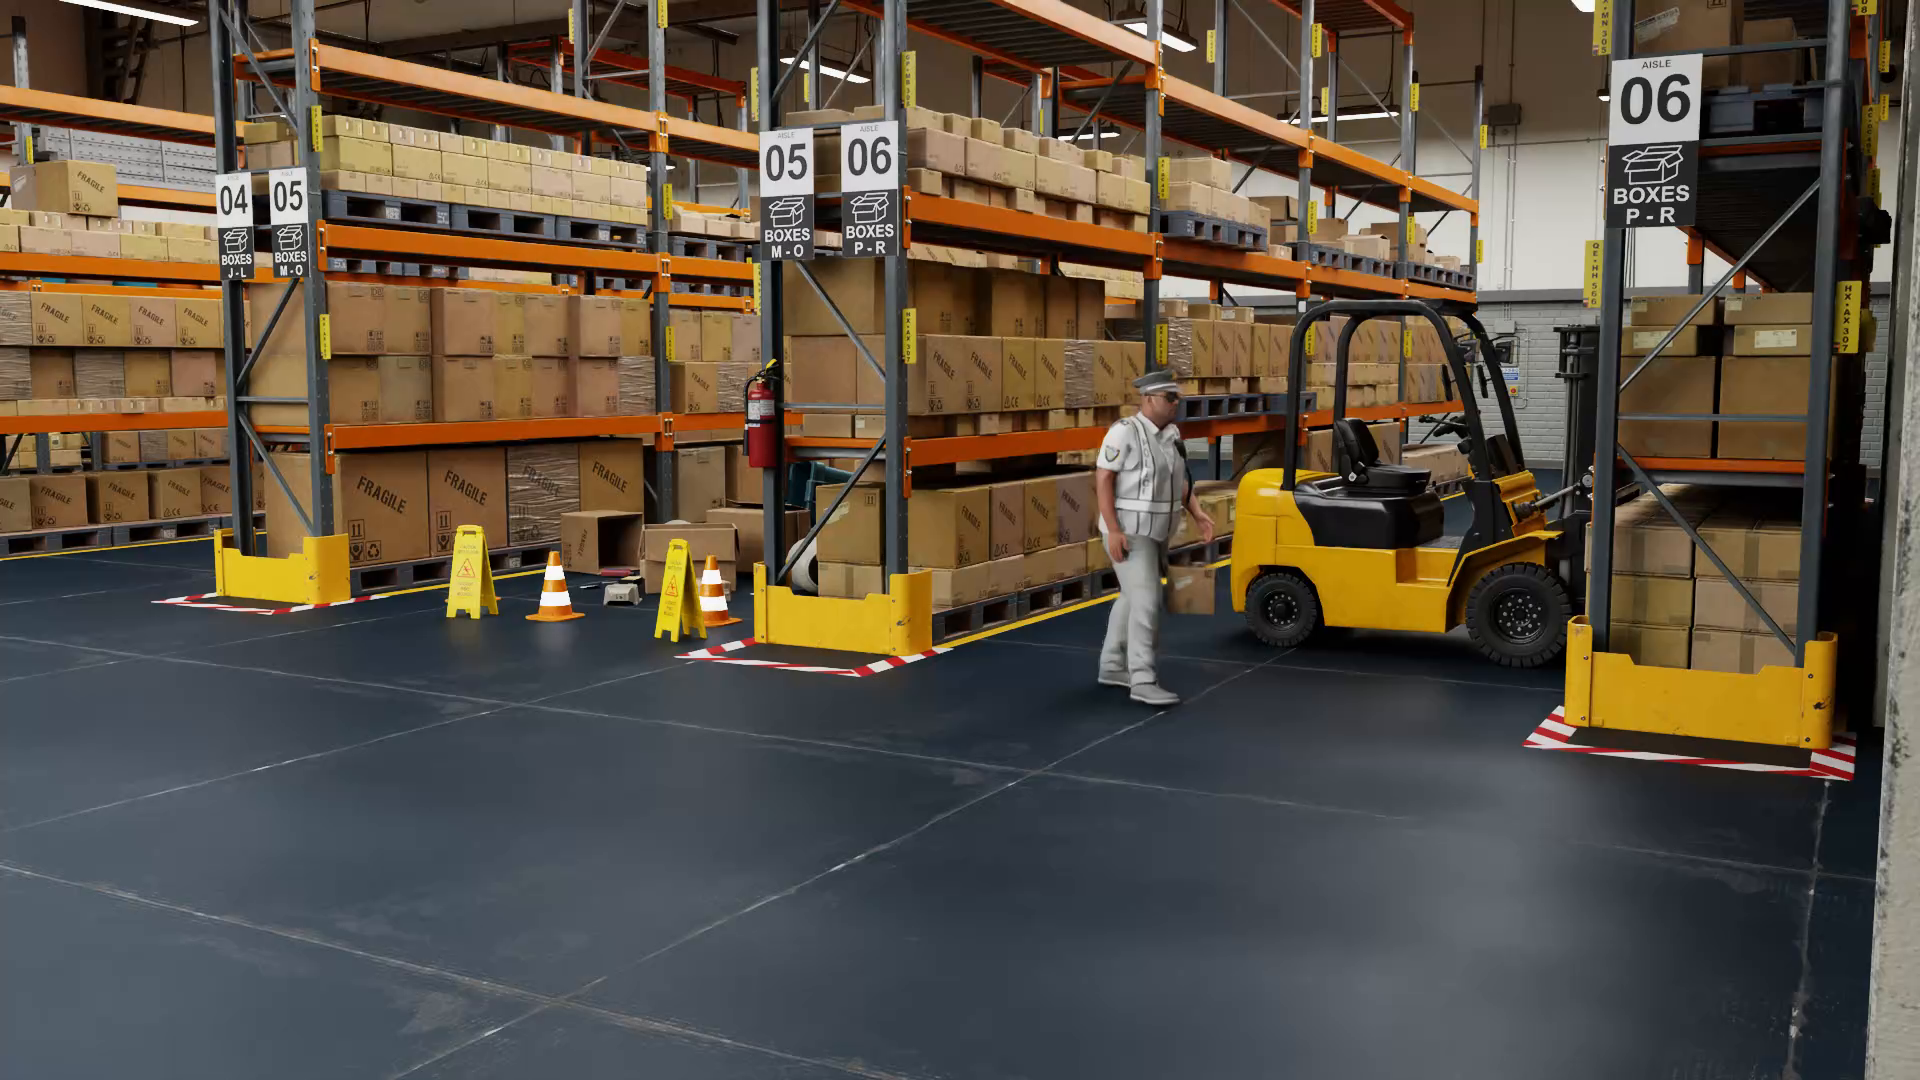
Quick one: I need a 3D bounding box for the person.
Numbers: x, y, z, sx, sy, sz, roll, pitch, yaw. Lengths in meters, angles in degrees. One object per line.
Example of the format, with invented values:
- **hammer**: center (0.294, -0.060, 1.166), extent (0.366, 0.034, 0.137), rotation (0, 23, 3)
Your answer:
- **person**: center (0.999, -0.037, 8.807), extent (0.735, 1.736, 0.667), rotation (5, 8, 39)
